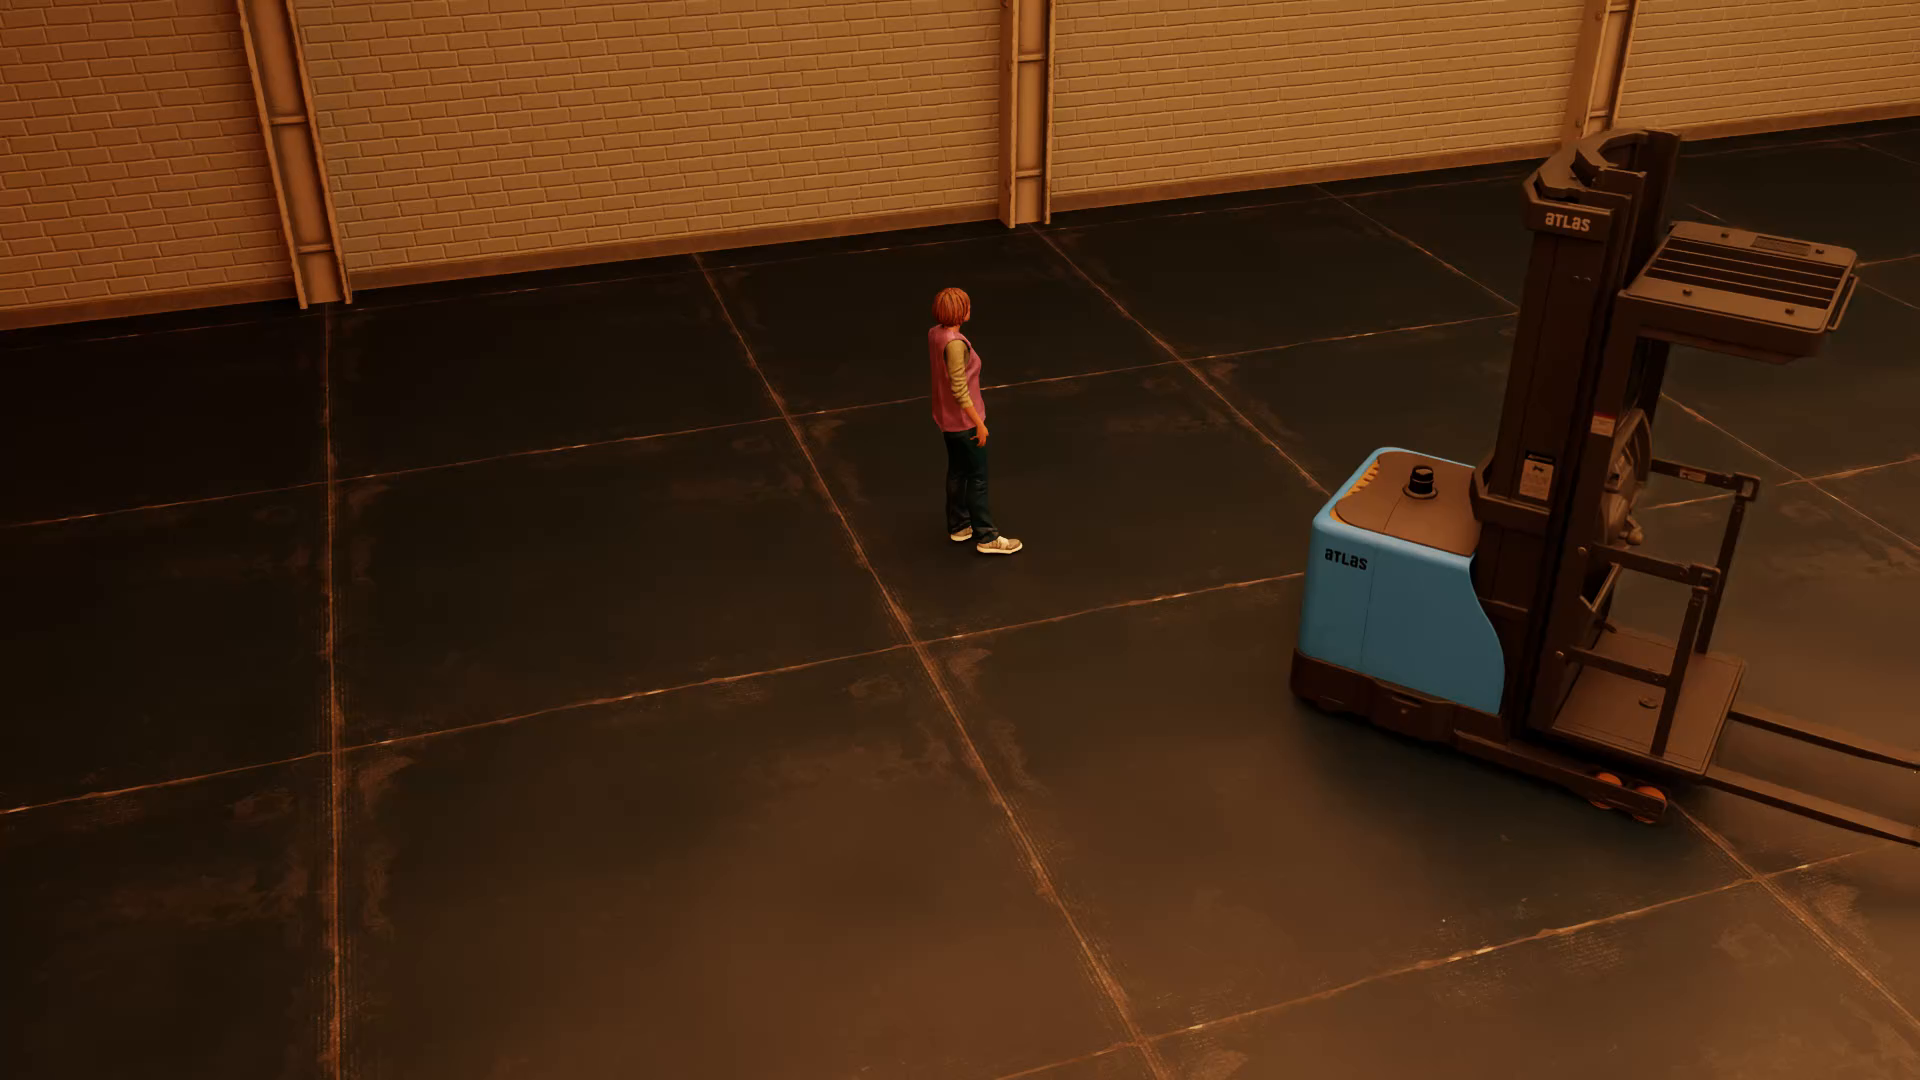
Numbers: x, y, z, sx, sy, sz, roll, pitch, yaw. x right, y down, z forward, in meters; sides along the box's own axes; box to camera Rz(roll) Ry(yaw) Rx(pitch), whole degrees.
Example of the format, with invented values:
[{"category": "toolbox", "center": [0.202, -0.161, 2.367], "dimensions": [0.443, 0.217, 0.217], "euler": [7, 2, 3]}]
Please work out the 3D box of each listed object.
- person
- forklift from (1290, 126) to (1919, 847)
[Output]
[{"category": "person", "center": [0.075, -0.704, 9.633], "dimensions": [0.473, 1.599, 0.520], "euler": [-10, 31, -16]}, {"category": "forklift", "center": [3.223, -0.258, 7.536], "dimensions": [3.031, 2.935, 1.130], "euler": [17, 34, 27]}]
